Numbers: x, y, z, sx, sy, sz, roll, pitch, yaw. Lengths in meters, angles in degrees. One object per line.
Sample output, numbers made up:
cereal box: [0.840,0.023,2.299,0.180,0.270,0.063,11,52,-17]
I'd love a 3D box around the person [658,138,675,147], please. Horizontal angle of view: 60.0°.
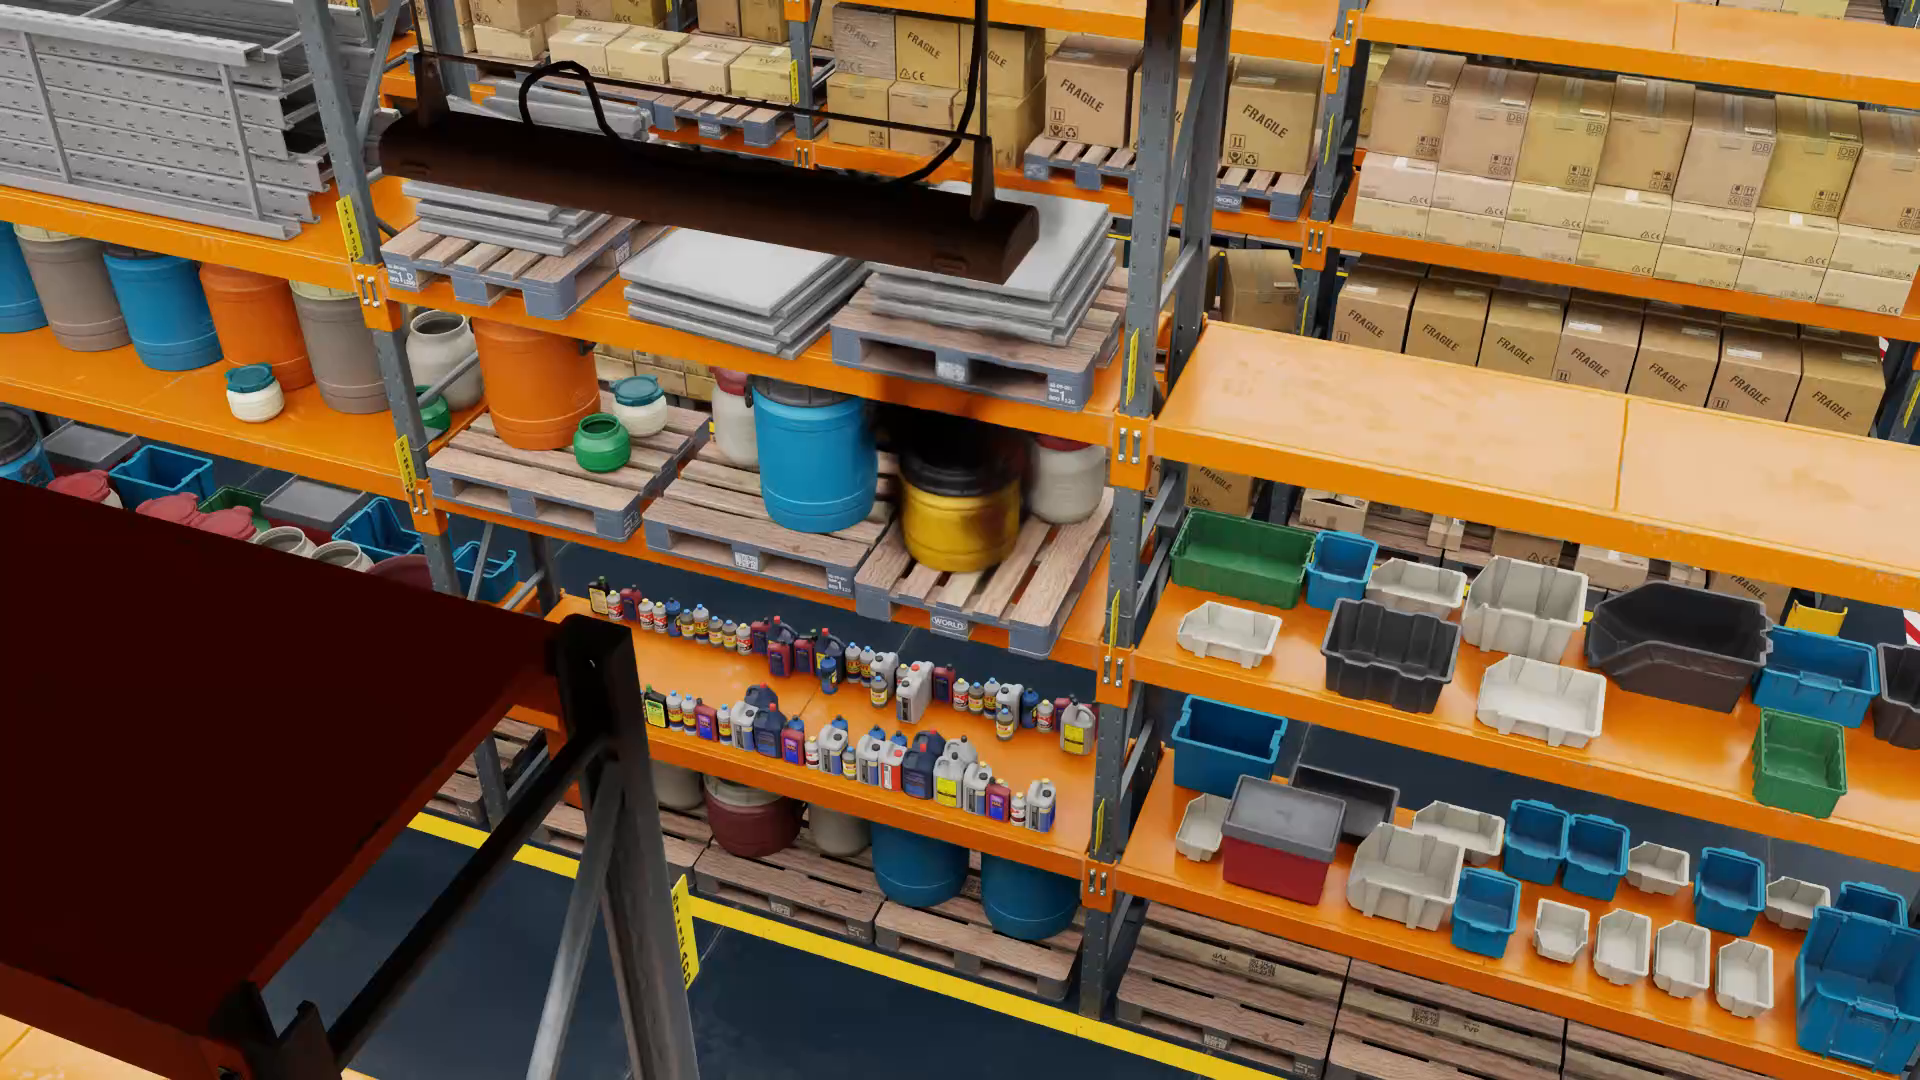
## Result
person: [-2.891,-3.241,16.305,0.735,1.763,0.692,15,39,20]
